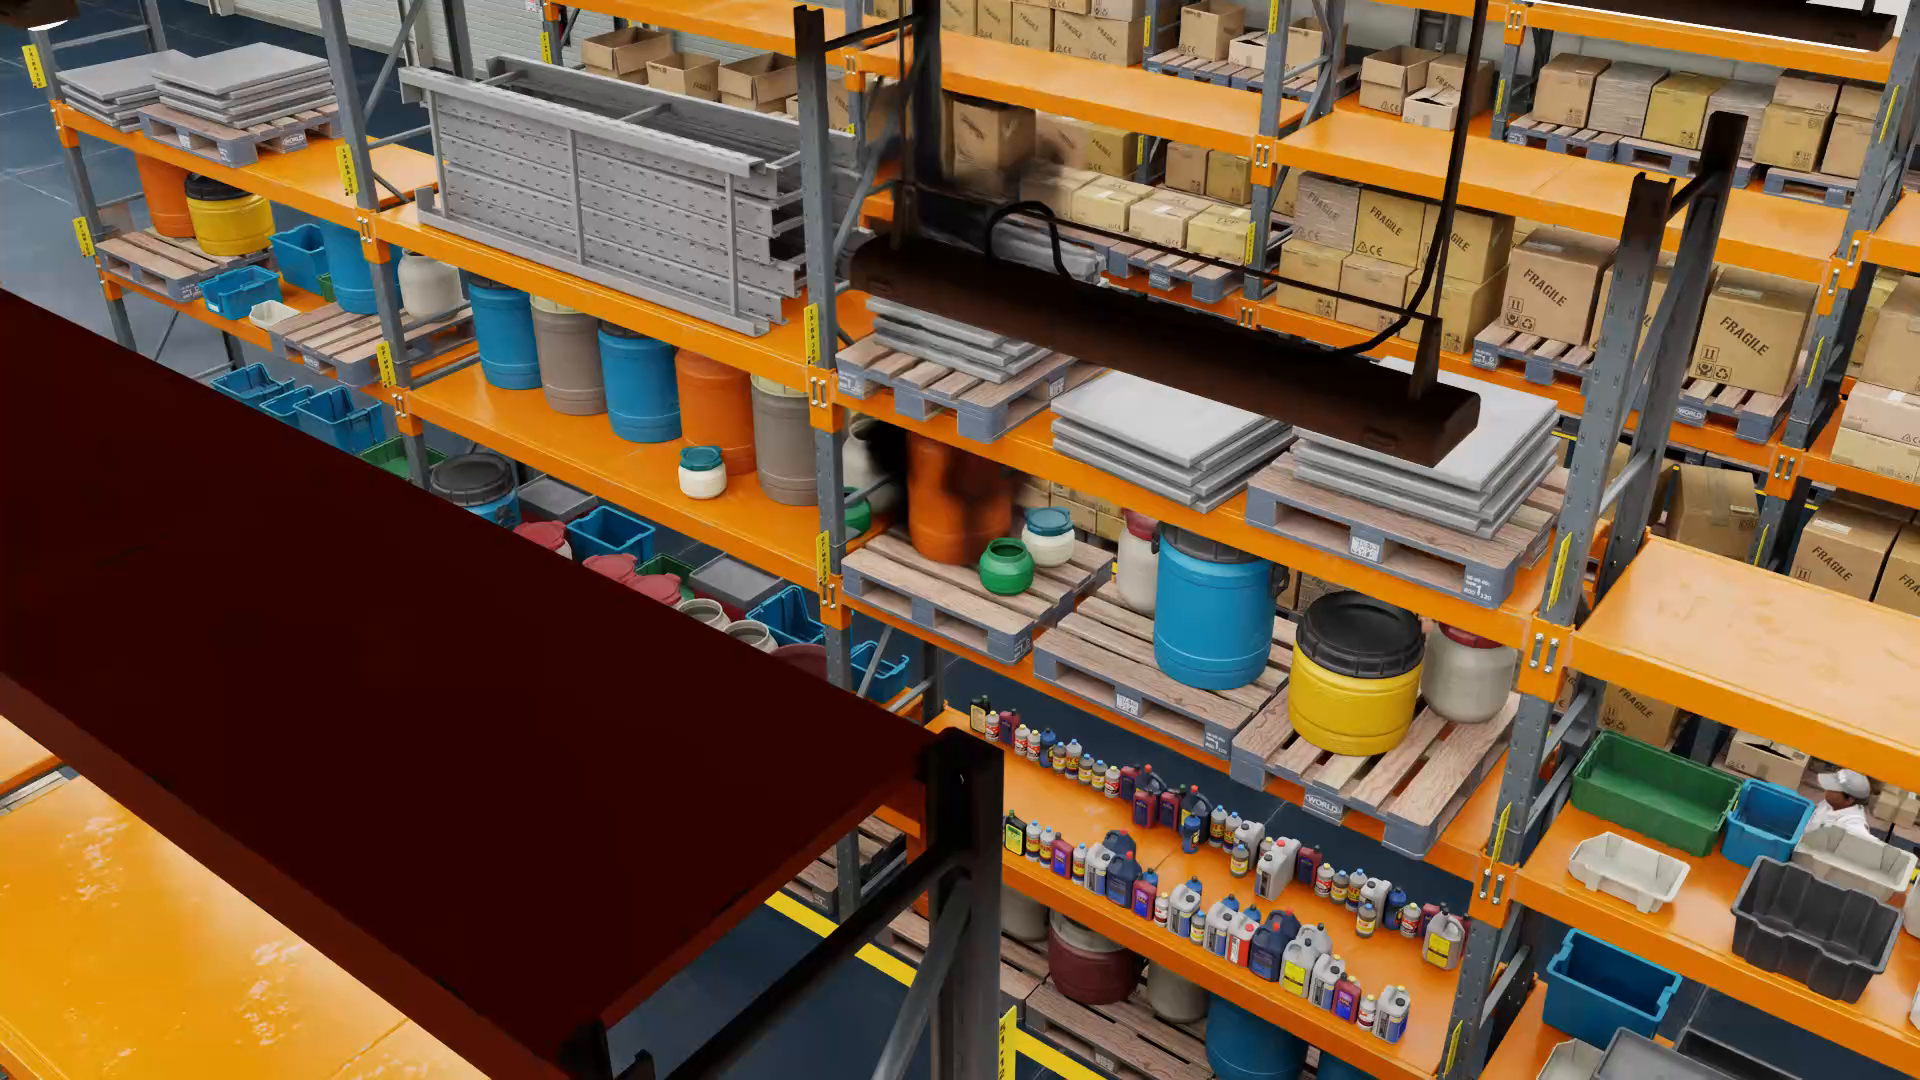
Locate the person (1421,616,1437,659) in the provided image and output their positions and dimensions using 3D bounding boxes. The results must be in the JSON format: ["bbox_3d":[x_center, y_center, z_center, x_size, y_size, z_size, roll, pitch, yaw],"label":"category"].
[{"bbox_3d":[3.091,1.135,11.211,0.835,1.691,0.566,13,34,20],"label":"person"}]

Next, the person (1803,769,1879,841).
[{"bbox_3d":[5.328,2.119,10.251,0.800,1.728,0.556,15,34,23],"label":"person"}]
